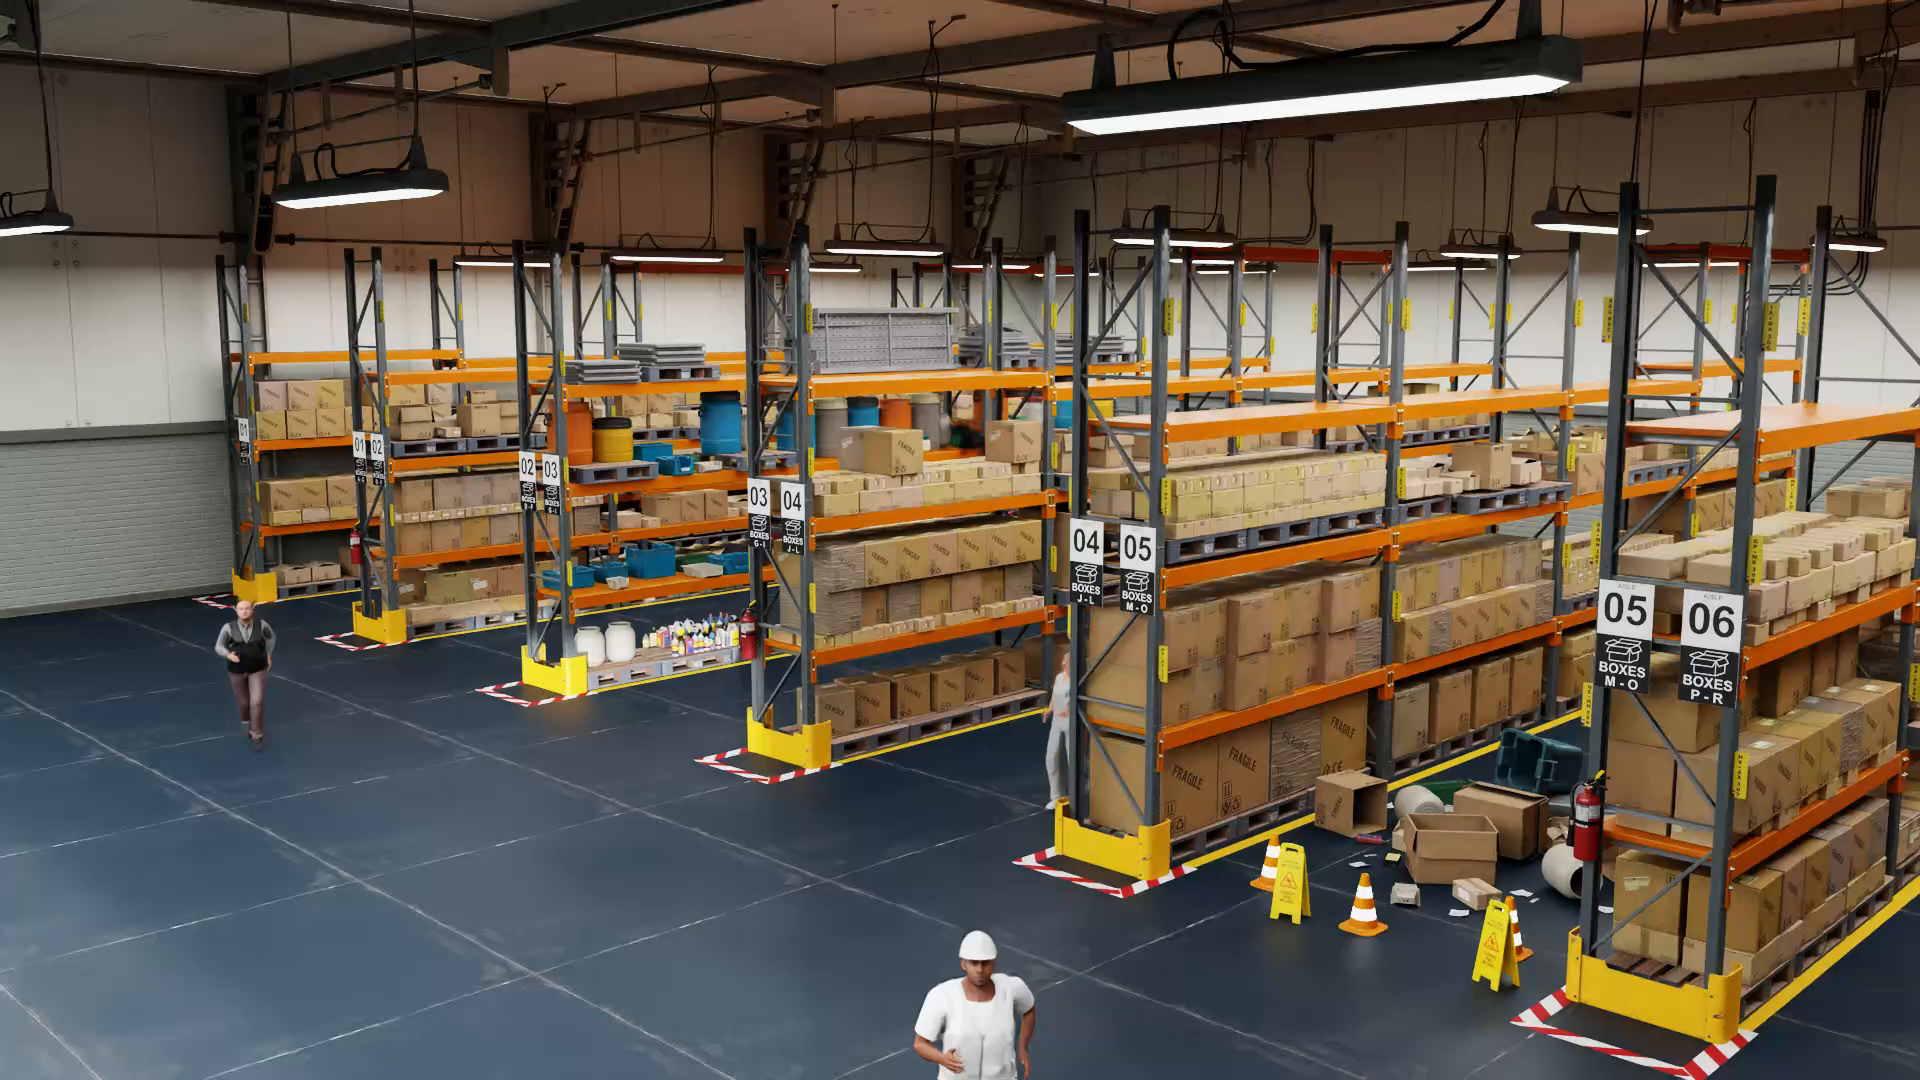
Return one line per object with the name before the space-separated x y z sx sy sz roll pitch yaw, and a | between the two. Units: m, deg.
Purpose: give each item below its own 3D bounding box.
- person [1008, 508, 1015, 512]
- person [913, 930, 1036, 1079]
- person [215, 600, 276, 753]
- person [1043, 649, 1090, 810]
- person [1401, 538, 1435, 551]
person | 1.279 -0.391 33.218 0.675 1.735 0.705 6 10 37
person | 0.097 2.993 9.046 0.701 1.763 0.917 -1 8 -5
person | -8.352 1.556 19.481 0.657 1.725 0.907 -3 9 -20
person | 1.136 1.928 17.216 0.575 1.635 0.802 6 10 38
person | 7.024 0.690 25.432 0.669 1.823 0.965 7 11 41
